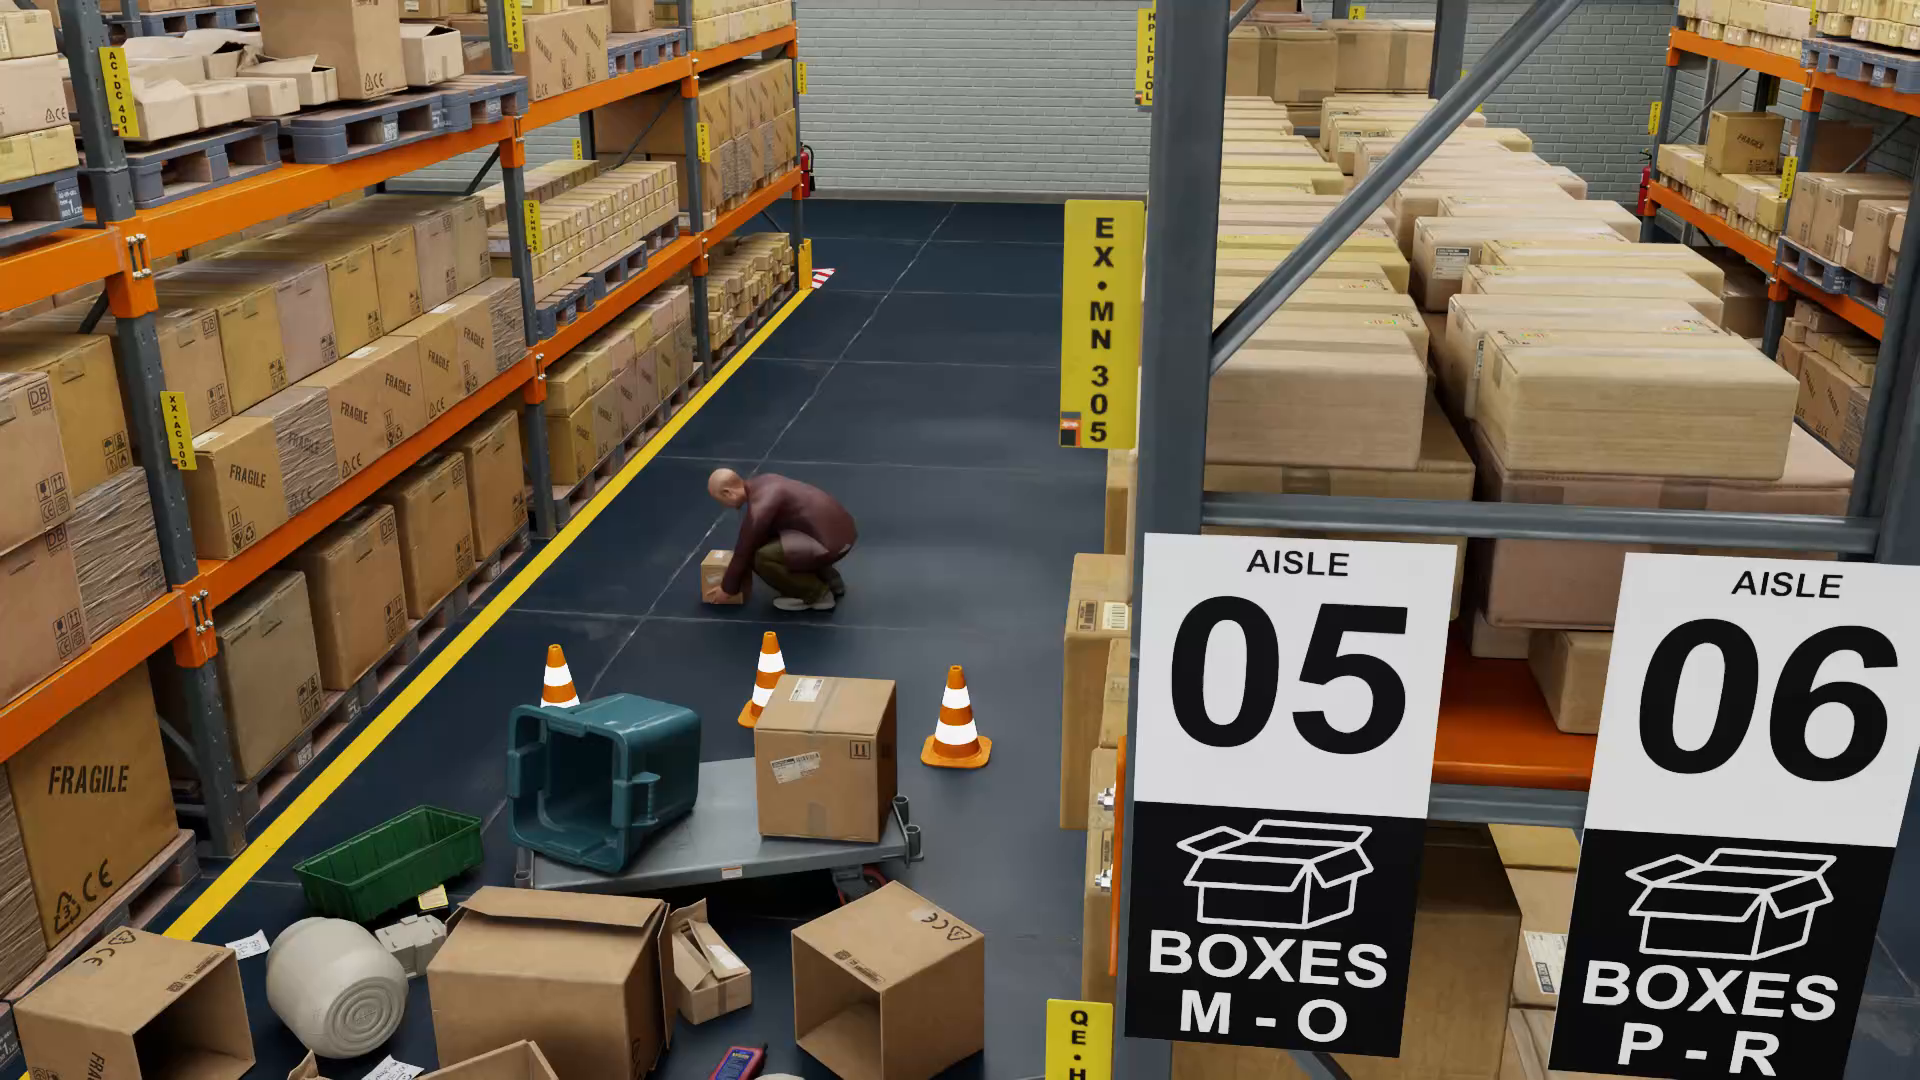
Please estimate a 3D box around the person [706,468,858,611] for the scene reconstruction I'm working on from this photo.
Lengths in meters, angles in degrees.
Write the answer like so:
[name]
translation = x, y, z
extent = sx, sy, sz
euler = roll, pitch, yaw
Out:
[person]
translation = -1.071, -0.003, 10.019
extent = 0.905, 0.867, 0.589
euler = 2, 21, 6
